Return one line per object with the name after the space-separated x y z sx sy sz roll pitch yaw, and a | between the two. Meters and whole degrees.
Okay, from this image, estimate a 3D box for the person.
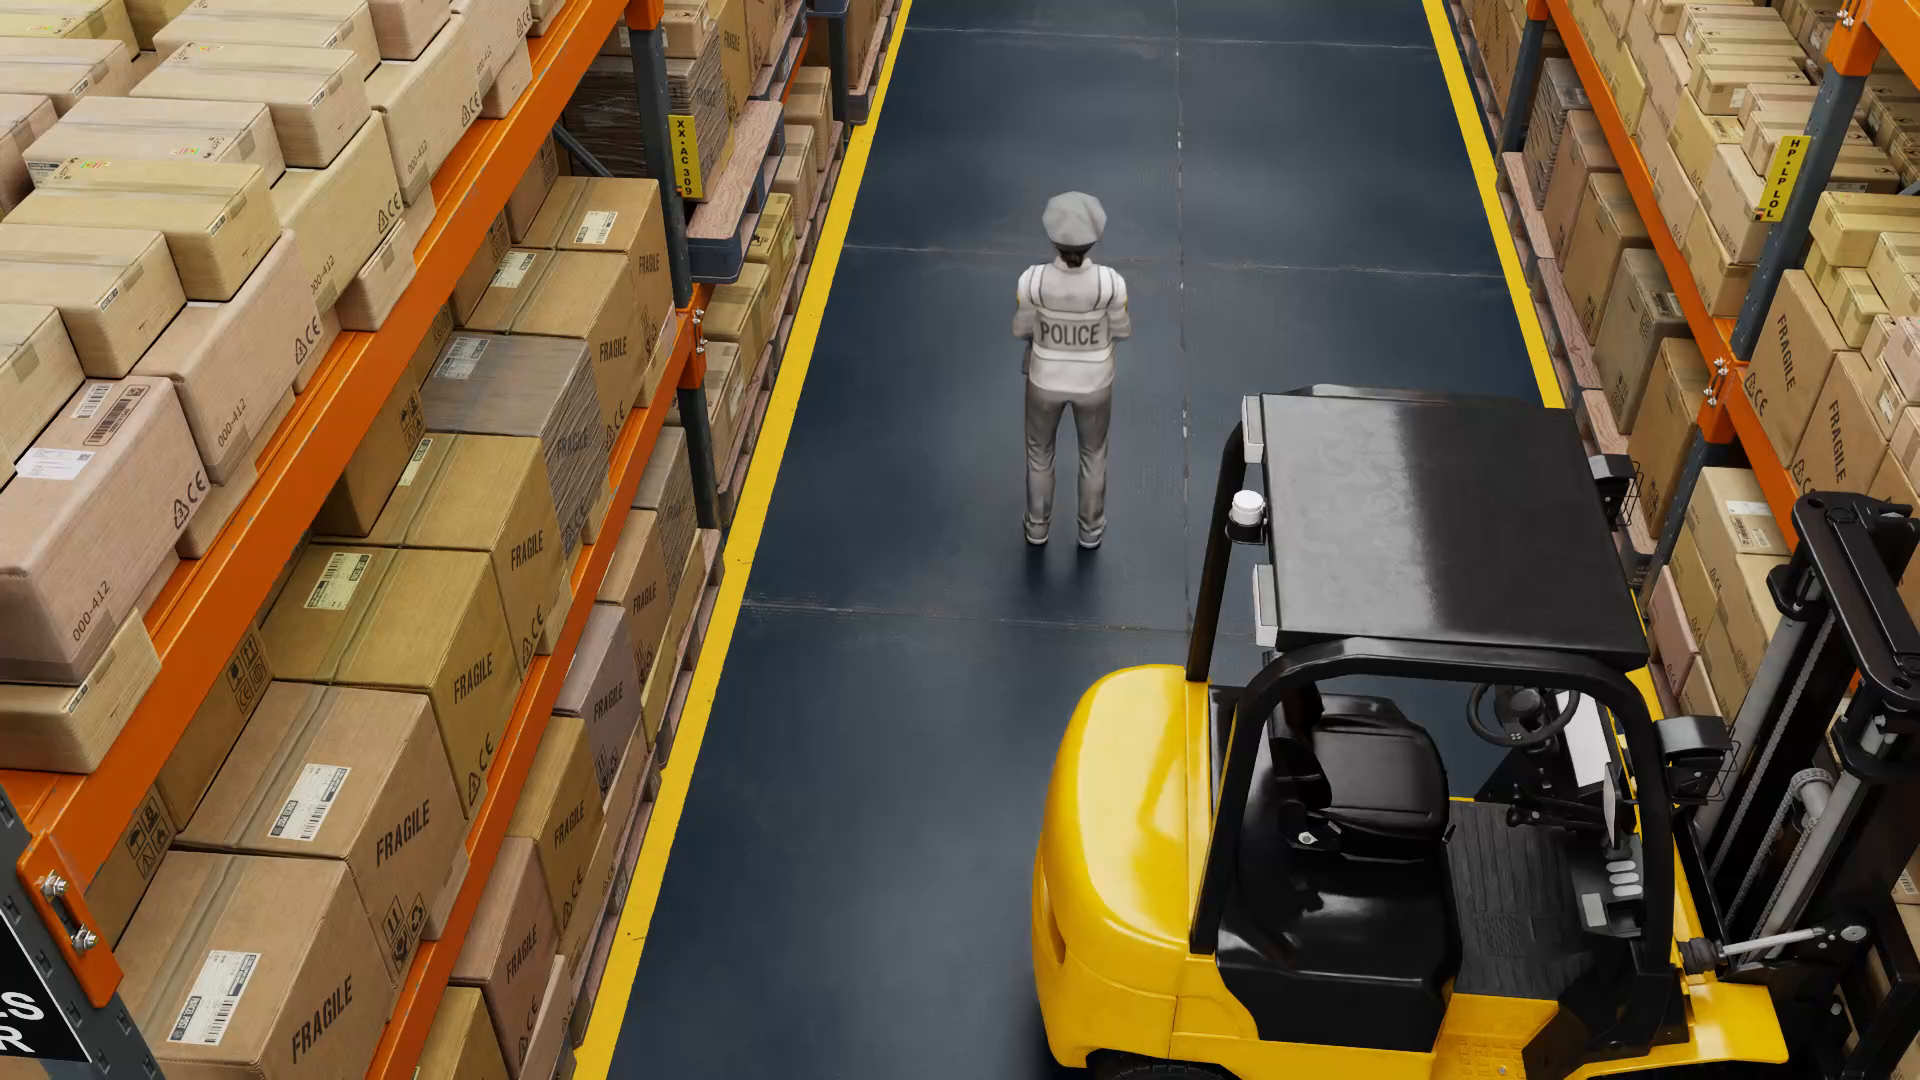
0.436 -0.677 6.950 0.544 1.666 0.371 2 40 2 | person
